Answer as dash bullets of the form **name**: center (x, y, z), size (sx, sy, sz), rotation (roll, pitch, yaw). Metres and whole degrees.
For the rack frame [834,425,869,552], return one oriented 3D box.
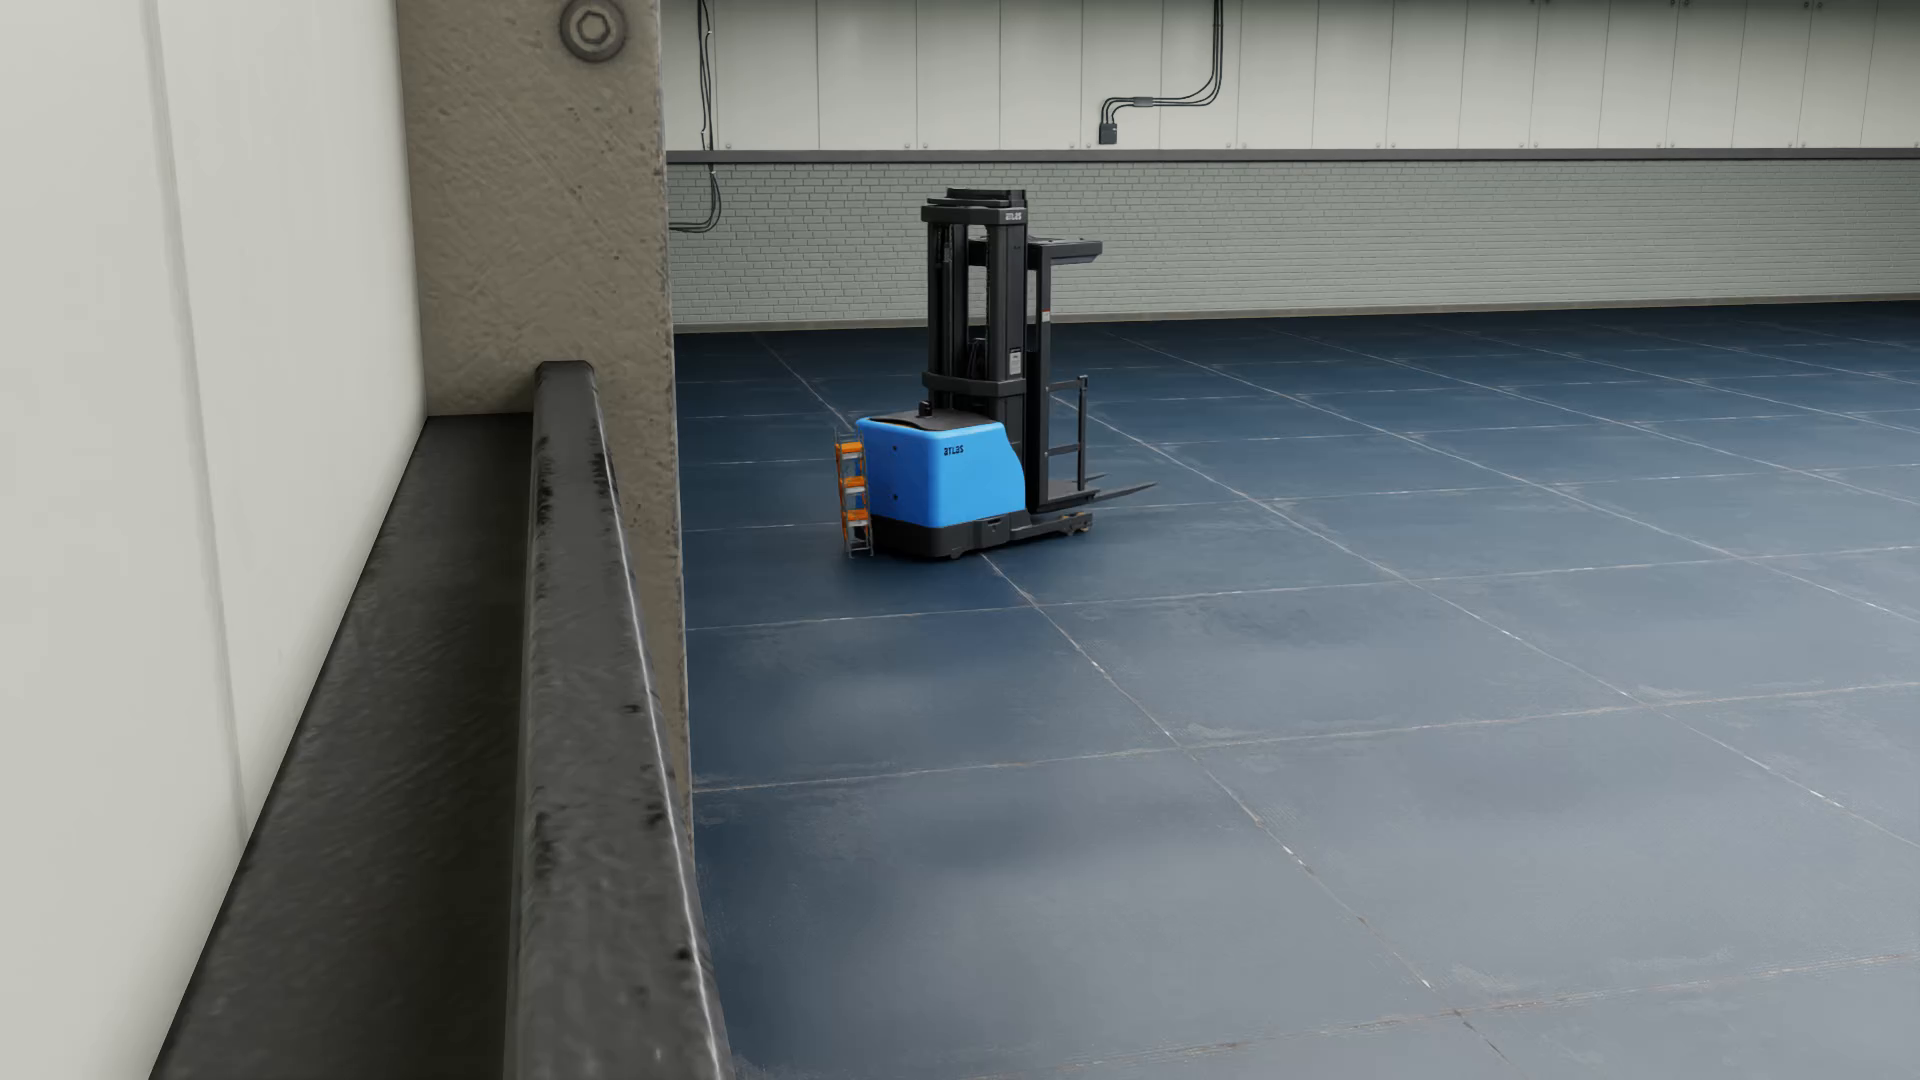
- **rack frame**: center (-0.890, -0.421, 13.686), size (0.200, 1.050, 0.008), rotation (-7, 15, -10)

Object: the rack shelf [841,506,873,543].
- **rack shelf**: center (-0.845, -0.114, 13.642), size (0.215, 0.259, 0.240), rotation (-7, 15, -10)

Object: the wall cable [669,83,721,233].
- **wall cable**: center (-5.597, -6.407, 28.013), size (3.097, 2.526, 0.112), rotation (-3, 14, -13)

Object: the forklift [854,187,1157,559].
- **forklift**: center (0.517, -1.546, 14.356), size (3.031, 2.935, 1.130), rotation (-13, 19, -43)

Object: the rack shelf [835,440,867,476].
- **rack shelf**: center (-0.885, -0.657, 13.502), size (0.215, 0.259, 0.240), rotation (-7, 15, -10)

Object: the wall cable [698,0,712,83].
- **wall cable**: center (-2.967, -9.012, 28.030), size (3.097, 2.526, 0.112), rotation (-3, 14, -13)

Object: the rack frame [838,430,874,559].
- **rack frame**: center (-0.842, -0.365, 13.454), size (0.200, 1.050, 0.008), rotation (-7, 15, -10)

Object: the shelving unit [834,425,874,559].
- **shelving unit**: center (-0.866, -0.393, 13.570), size (0.215, 1.050, 0.252), rotation (-7, 15, -10)

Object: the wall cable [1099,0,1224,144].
- **wall cable**: center (3.635, -10.093, 29.391), size (2.305, 6.003, 0.169), rotation (-3, 14, -13)

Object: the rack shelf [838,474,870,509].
- **rack shelf**: center (-0.865, -0.383, 13.573), size (0.215, 0.259, 0.240), rotation (-7, 15, -10)
